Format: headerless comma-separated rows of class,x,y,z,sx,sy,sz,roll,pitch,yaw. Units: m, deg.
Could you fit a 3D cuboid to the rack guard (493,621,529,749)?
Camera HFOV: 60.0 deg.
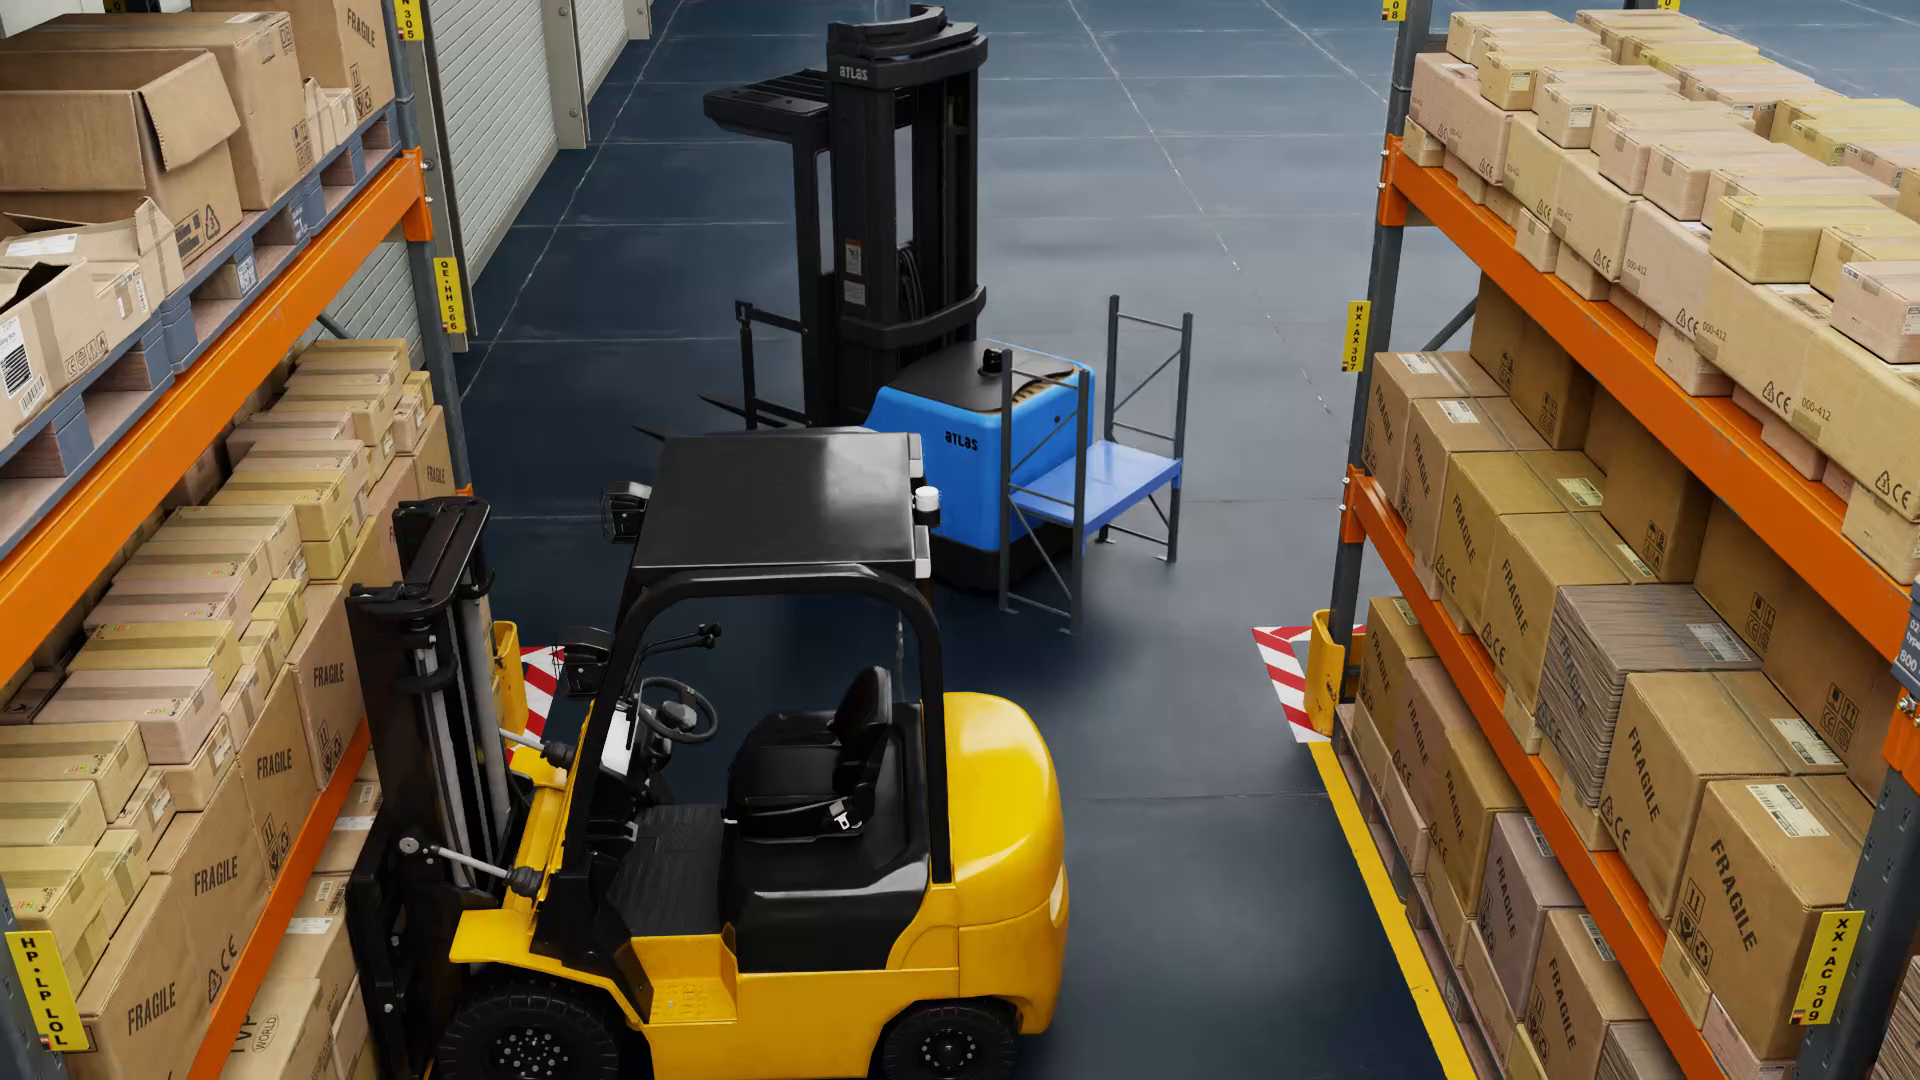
rack guard,-2.680,0.700,7.867,1.175,0.500,0.348,-1,28,-3

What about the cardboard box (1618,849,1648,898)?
cardboard box,2.211,0.946,4.964,0.380,0.149,0.250,-2,28,-3

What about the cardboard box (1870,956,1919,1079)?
cardboard box,2.224,1.190,3.341,0.500,0.500,0.500,-1,28,-1

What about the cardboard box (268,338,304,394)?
cardboard box,-2.875,-0.701,6.718,0.380,0.149,0.250,-2,28,-4

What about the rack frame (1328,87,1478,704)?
rack frame,2.278,-0.519,7.501,1.000,3.000,0.127,-1,28,-3

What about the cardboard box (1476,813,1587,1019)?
cardboard box,2.131,1.292,5.738,0.500,0.500,0.500,0,28,0

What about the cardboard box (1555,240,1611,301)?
cardboard box,2.096,-0.859,5.181,0.380,0.149,0.250,-2,28,-4

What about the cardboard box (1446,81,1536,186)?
cardboard box,2.054,-1.442,5.869,0.500,0.250,0.500,-2,28,-3

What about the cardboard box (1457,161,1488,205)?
cardboard box,2.053,-1.334,6.092,0.380,0.149,0.250,-1,28,-1

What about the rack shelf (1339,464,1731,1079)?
rack shelf,2.382,0.724,5.896,1.077,0.370,4.000,-1,28,-3

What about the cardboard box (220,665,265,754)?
cardboard box,-2.232,0.489,4.760,0.380,0.149,0.250,-2,28,-3

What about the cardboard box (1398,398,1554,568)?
cardboard box,2.055,-0.230,6.518,0.500,0.500,0.500,-1,28,-1

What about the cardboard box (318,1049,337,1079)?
cardboard box,-2.216,1.798,5.037,0.500,0.250,0.500,-2,28,-3

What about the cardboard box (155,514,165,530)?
cardboard box,-2.924,0.030,5.640,0.380,0.149,0.250,0,28,-1

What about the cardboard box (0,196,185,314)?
cardboard box,-2.245,-0.743,4.271,0.396,0.266,0.258,-2,28,-4

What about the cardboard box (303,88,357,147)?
cardboard box,-2.333,-1.471,5.792,0.380,0.149,0.250,-2,28,-4

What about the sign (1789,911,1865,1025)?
sign,1.945,0.961,3.727,0.100,0.325,0.005,-1,28,-3

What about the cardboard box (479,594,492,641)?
cardboard box,-2.344,0.398,7.182,0.500,0.250,0.500,0,28,-1

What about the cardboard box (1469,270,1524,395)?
cardboard box,2.522,-0.907,6.735,0.700,0.500,0.500,-2,28,-4

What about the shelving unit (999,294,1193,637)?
shelving unit,0.724,-0.414,8.921,0.538,1.500,1.048,19,33,32

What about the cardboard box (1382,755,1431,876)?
cardboard box,2.063,1.129,6.860,0.500,0.250,0.500,0,28,-1

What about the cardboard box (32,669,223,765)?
cardboard box,-2.228,0.475,4.465,0.380,0.149,0.250,-1,28,-1

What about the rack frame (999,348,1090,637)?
rack frame,0.421,-0.225,8.559,0.500,1.500,0.032,19,33,32

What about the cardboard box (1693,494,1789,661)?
cardboard box,2.676,0.032,4.934,0.700,0.500,0.500,-2,28,-4

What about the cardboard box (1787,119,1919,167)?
cardboard box,2.632,-1.113,4.806,0.380,0.149,0.250,-1,28,-2

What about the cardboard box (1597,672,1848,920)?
cardboard box,2.181,0.716,4.704,0.500,0.500,0.500,0,28,-1

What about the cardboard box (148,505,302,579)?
cardboard box,-2.364,0.008,5.360,0.380,0.149,0.250,-1,28,-2

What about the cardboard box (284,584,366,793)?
cardboard box,-2.309,0.488,5.463,0.500,0.500,0.500,-1,28,-2

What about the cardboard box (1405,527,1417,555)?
cardboard box,2.049,-0.005,6.787,0.380,0.149,0.250,-2,28,-4

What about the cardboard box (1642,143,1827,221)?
cardboard box,2.117,-0.982,4.555,0.380,0.149,0.250,-1,28,-2

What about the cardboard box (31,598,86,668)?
cardboard box,-2.823,0.254,4.888,0.380,0.149,0.250,-2,28,-3

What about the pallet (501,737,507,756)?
pallet,-2.597,1.191,7.237,1.003,0.211,1.213,-1,28,-3

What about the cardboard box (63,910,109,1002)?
cardboard box,-2.224,0.965,3.847,0.380,0.149,0.250,-2,28,-3

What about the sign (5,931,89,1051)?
sign,-1.929,0.954,3.510,0.100,0.325,0.005,-1,28,-3

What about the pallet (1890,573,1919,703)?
pallet,2.412,0.370,2.757,1.213,0.211,1.003,-1,28,-3

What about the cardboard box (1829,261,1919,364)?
cardboard box,2.162,-0.503,3.636,0.380,0.149,0.250,-2,28,-4

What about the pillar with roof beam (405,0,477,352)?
pillar with roof beam,0.443,-5.588,10.734,9.100,9.000,0.400,-1,28,-3

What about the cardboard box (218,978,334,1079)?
cardboard box,-2.199,1.573,4.929,0.500,0.250,0.500,-1,28,-3

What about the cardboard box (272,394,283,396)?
cardboard box,-2.921,-0.566,6.782,0.380,0.149,0.250,-2,28,-4

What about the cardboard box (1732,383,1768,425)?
cardboard box,2.237,-0.383,4.268,0.380,0.149,0.250,-2,28,-4

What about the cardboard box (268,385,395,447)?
cardboard box,-2.365,-0.467,6.271,0.380,0.149,0.250,-1,28,-1

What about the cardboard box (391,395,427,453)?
cardboard box,-2.338,-0.458,6.575,0.380,0.149,0.250,-1,28,-2

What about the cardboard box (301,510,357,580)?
cardboard box,-2.290,0.016,5.666,0.380,0.149,0.250,-1,28,-2

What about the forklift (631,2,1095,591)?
forklift,-0.712,-1.552,9.557,3.031,2.935,1.130,19,33,32

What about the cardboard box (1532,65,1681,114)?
cardboard box,2.120,-1.459,5.469,0.380,0.149,0.250,-2,28,-3

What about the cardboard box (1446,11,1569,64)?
cardboard box,2.092,-1.922,6.357,0.380,0.149,0.250,-2,28,-3

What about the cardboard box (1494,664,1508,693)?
cardboard box,2.121,0.475,5.866,0.380,0.149,0.250,-2,28,-4

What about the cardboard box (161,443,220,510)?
cardboard box,-2.830,-0.222,5.800,0.380,0.149,0.250,-1,28,-1

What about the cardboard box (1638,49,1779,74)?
cardboard box,2.559,-1.586,5.713,0.380,0.149,0.250,-1,28,-2

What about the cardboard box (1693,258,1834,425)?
cardboard box,2.167,-0.497,4.057,0.500,0.250,0.500,-2,28,-3
